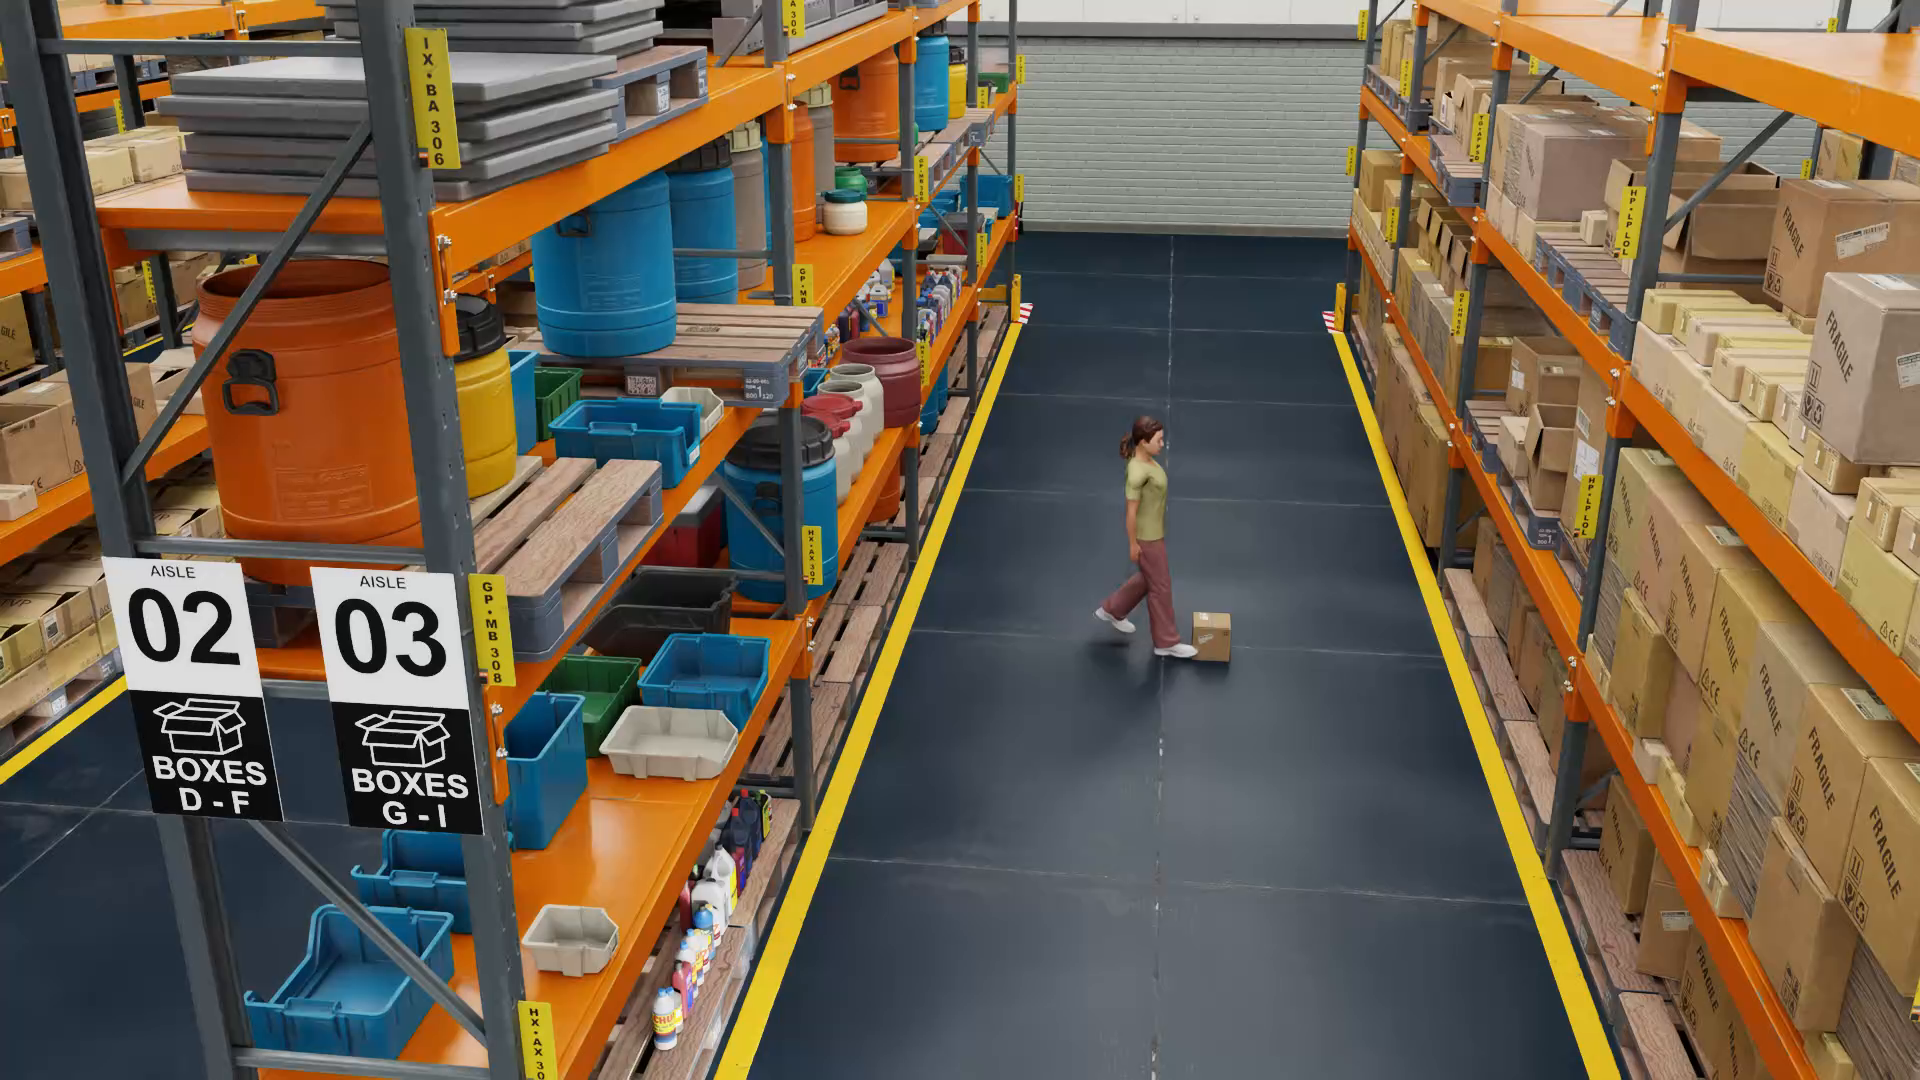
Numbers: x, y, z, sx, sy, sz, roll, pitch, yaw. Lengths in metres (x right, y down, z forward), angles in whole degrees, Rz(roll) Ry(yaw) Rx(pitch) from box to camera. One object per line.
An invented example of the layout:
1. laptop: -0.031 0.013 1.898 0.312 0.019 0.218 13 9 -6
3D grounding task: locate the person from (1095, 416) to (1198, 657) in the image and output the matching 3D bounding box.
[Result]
1. person: 1.277 -0.035 11.129 0.719 1.665 0.472 3 21 7
